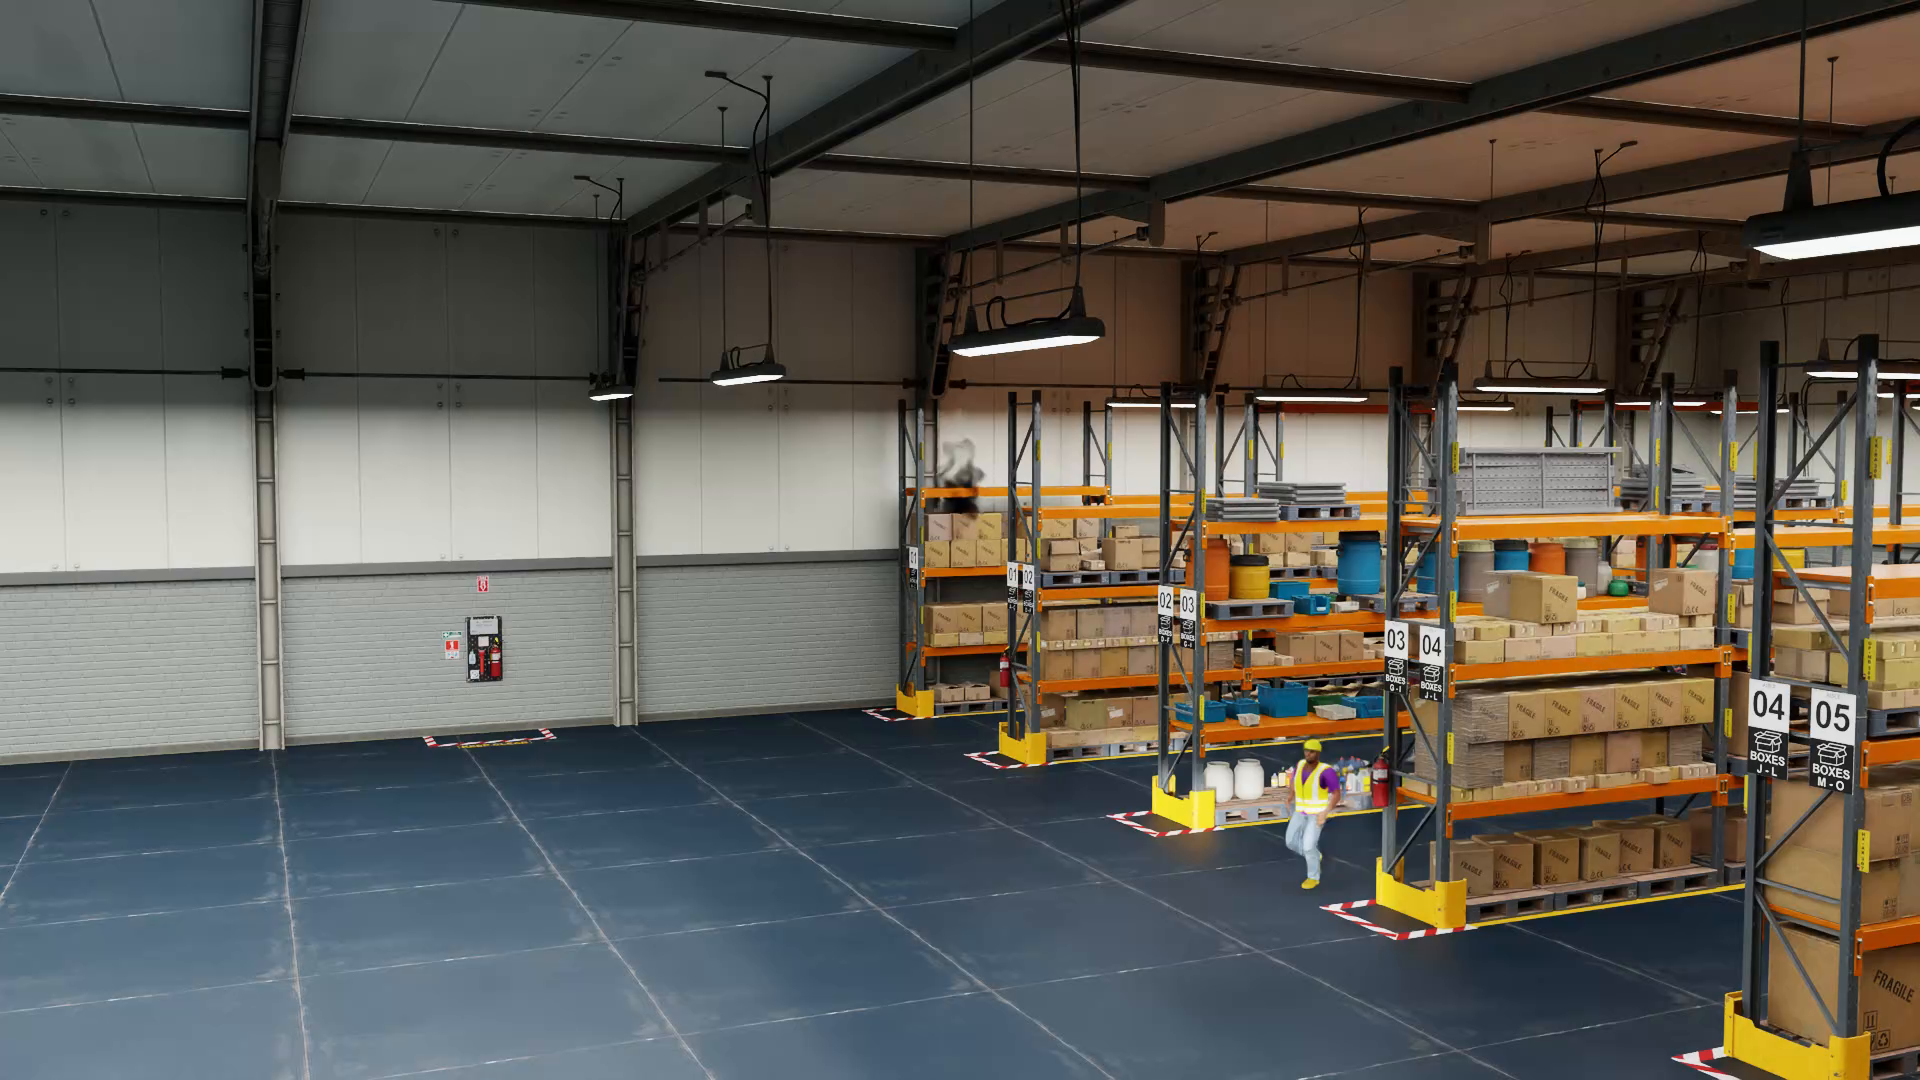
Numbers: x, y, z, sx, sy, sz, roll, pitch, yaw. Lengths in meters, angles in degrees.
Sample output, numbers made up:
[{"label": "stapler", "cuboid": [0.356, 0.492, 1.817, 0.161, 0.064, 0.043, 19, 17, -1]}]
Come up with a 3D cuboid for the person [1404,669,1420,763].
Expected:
[{"label": "person", "cuboid": [7.532, 2.731, 26.937, 0.905, 1.672, 0.622, -2, 4, -29]}]

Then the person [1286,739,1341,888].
[{"label": "person", "cuboid": [4.063, 3.174, 19.353, 0.529, 1.728, 0.731, -3, 4, -38]}]
